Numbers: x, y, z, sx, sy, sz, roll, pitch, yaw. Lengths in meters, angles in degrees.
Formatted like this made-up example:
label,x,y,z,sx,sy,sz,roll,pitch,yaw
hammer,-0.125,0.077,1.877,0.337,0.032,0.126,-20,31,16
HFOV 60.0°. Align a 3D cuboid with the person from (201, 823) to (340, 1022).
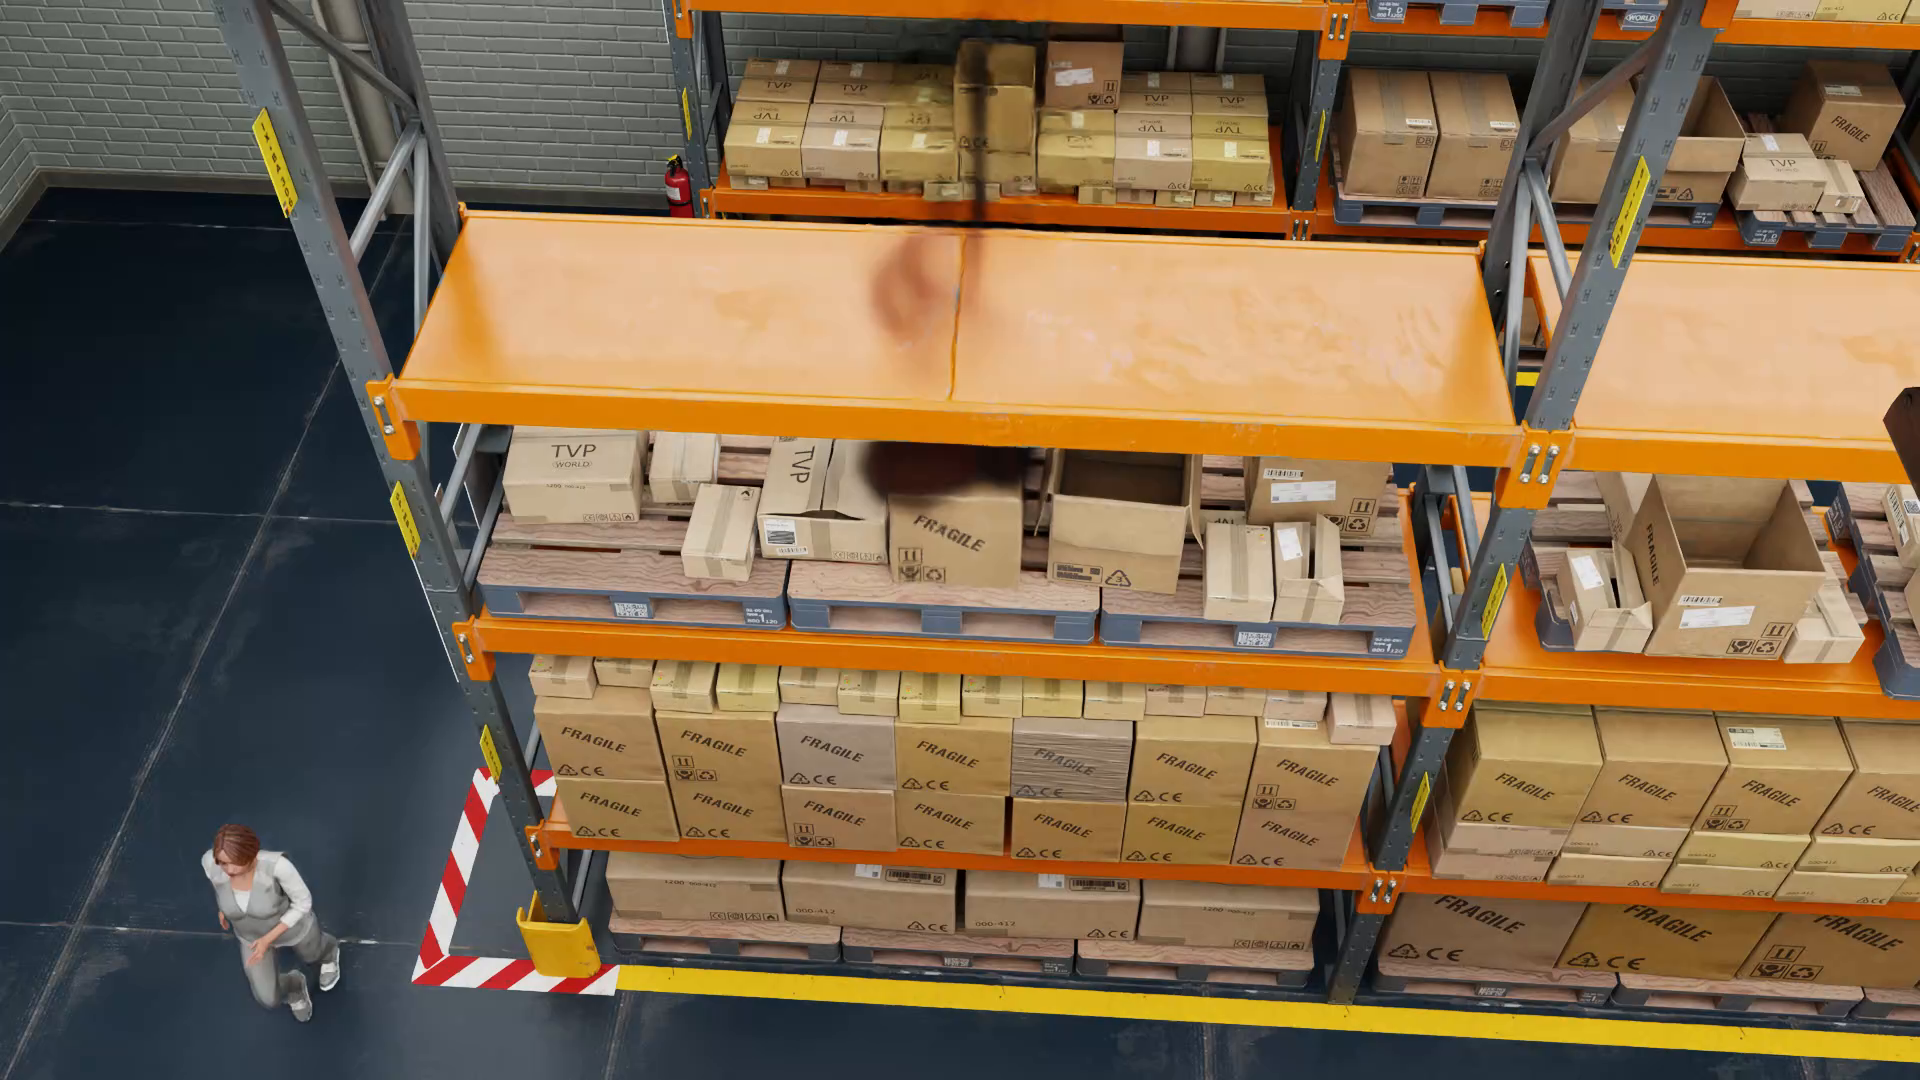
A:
label,x,y,z,sx,sy,sz,roll,pitch,yaw
person,-3.295,1.868,7.971,0.498,1.592,0.662,-7,48,-6
